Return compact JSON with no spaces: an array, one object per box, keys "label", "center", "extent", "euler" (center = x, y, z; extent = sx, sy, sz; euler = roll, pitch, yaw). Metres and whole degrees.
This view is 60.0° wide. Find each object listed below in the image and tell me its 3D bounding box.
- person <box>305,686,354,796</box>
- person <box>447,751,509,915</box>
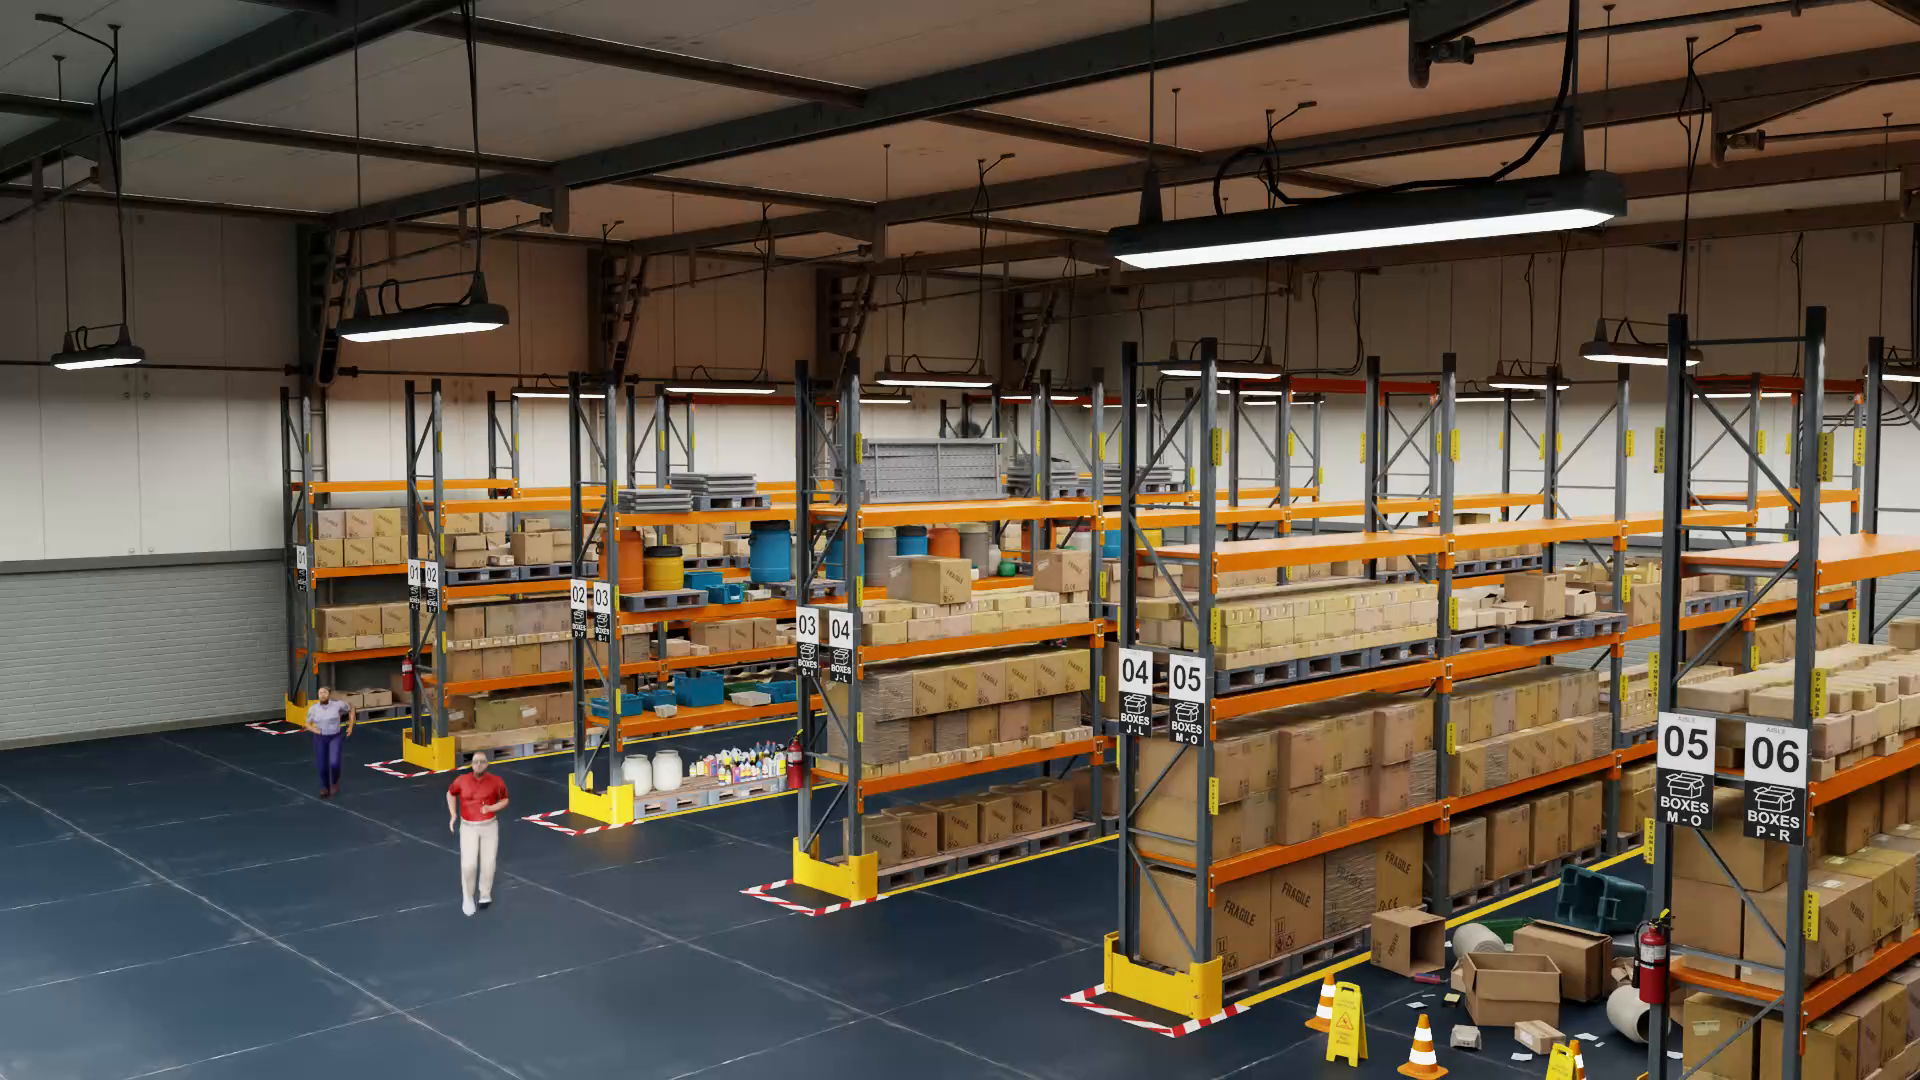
[{"label":"person","center":[-8.902,2.846,23.477],"extent":[0.623,1.600,0.785],"euler":[-1,4,-11]},{"label":"person","center":[-5.195,3.166,17.962],"extent":[0.633,1.760,0.726],"euler":[-1,4,-19]}]
